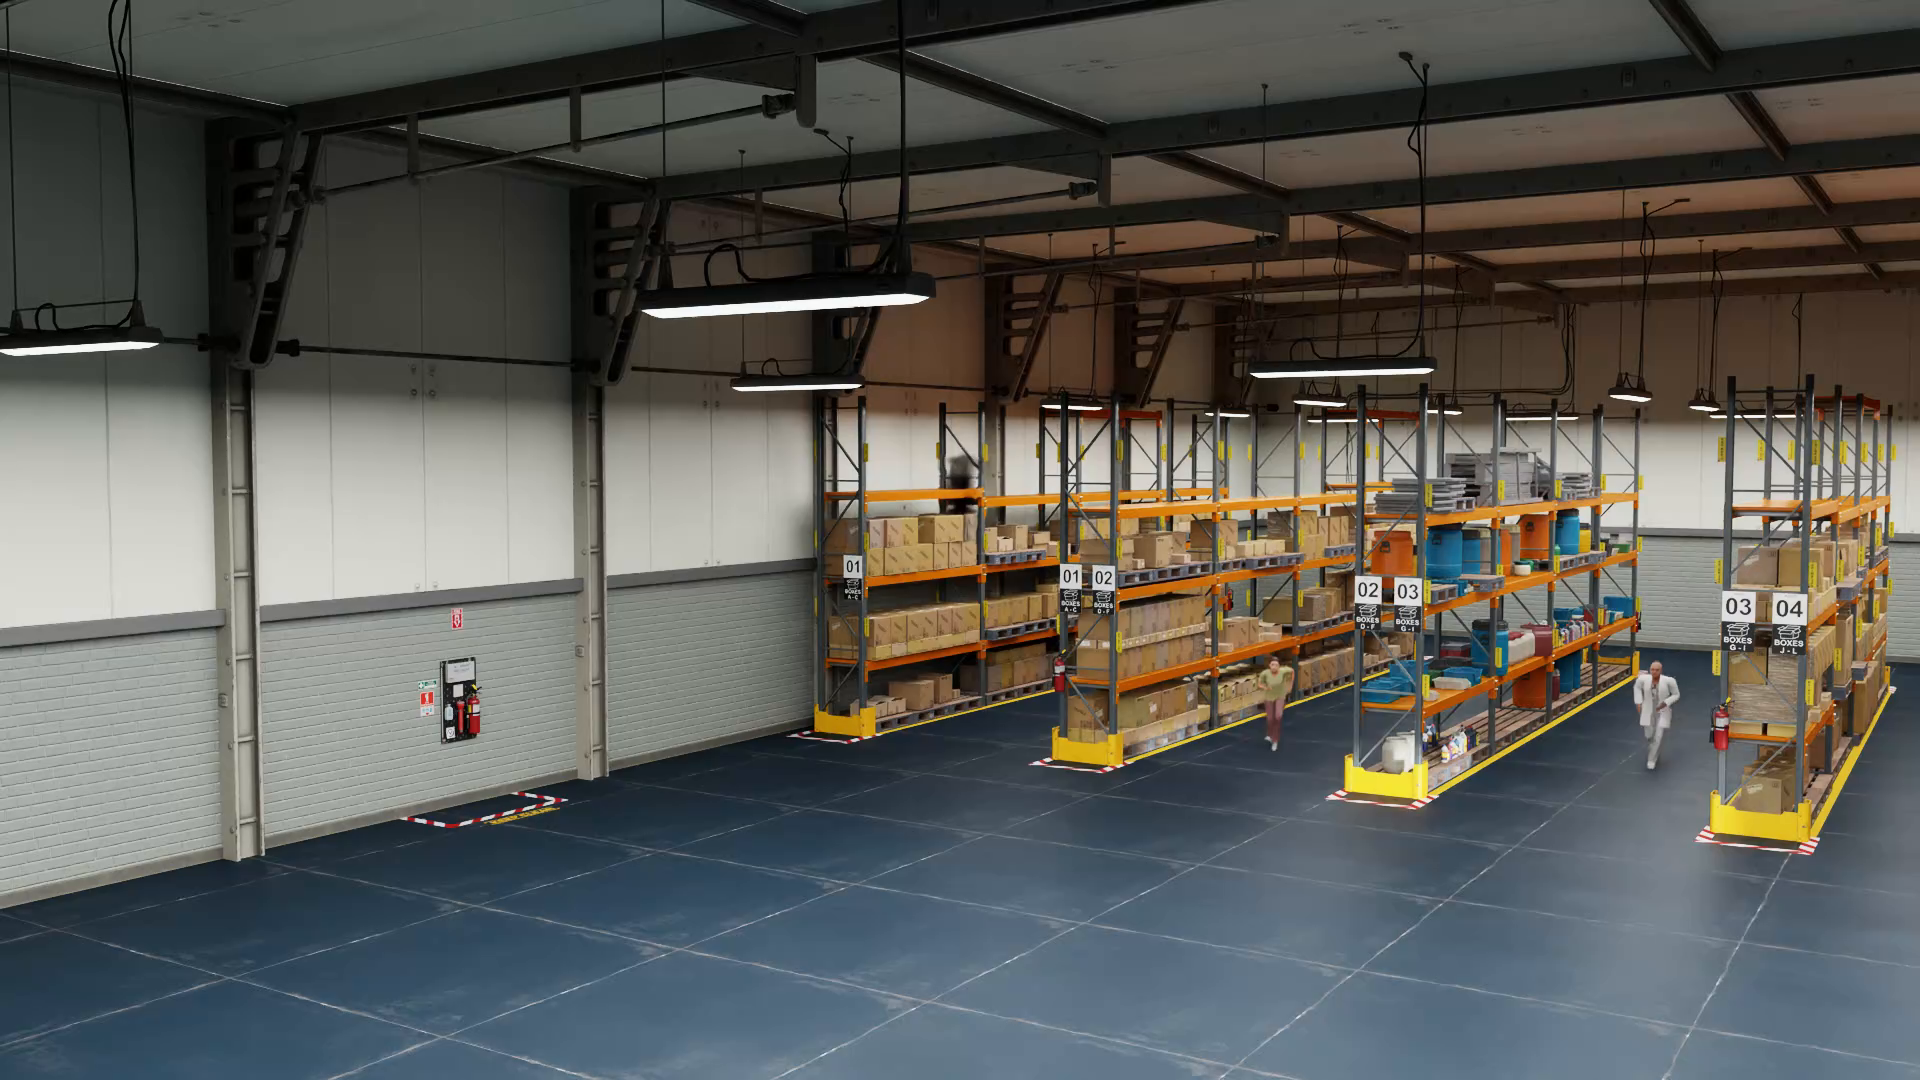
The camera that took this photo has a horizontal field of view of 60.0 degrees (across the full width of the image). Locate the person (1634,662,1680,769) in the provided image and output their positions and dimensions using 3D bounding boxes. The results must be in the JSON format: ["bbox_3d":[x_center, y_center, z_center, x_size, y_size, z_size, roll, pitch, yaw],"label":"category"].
[{"bbox_3d":[11.089,2.776,26.489,0.687,1.712,0.794,1,3,23],"label":"person"}]

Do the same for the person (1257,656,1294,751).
[{"bbox_3d":[5.347,2.752,28.207,0.626,1.635,0.948,0,3,9],"label":"person"}]
